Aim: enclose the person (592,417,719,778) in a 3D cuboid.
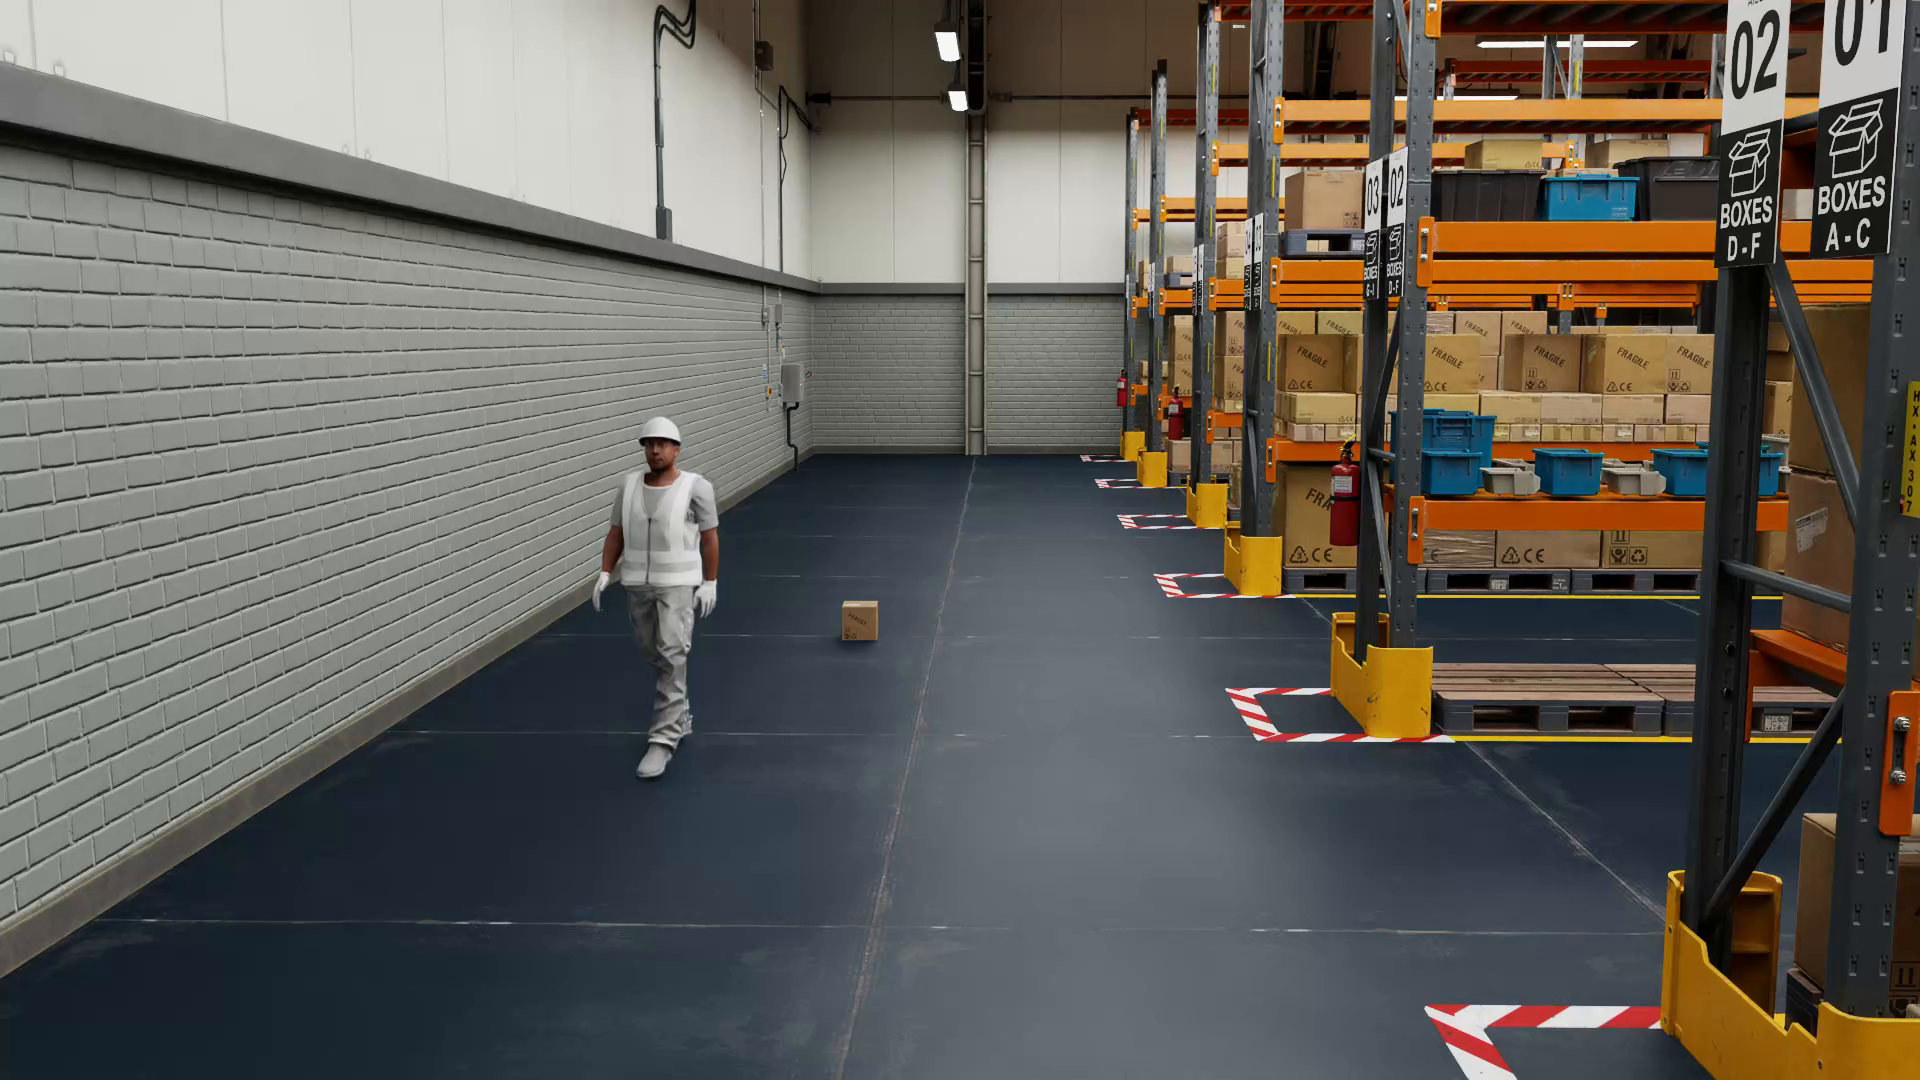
[{"bbox_3d":[-1.599,0.251,8.557,0.561,1.754,0.892,2,7,16],"label":"person"}]
